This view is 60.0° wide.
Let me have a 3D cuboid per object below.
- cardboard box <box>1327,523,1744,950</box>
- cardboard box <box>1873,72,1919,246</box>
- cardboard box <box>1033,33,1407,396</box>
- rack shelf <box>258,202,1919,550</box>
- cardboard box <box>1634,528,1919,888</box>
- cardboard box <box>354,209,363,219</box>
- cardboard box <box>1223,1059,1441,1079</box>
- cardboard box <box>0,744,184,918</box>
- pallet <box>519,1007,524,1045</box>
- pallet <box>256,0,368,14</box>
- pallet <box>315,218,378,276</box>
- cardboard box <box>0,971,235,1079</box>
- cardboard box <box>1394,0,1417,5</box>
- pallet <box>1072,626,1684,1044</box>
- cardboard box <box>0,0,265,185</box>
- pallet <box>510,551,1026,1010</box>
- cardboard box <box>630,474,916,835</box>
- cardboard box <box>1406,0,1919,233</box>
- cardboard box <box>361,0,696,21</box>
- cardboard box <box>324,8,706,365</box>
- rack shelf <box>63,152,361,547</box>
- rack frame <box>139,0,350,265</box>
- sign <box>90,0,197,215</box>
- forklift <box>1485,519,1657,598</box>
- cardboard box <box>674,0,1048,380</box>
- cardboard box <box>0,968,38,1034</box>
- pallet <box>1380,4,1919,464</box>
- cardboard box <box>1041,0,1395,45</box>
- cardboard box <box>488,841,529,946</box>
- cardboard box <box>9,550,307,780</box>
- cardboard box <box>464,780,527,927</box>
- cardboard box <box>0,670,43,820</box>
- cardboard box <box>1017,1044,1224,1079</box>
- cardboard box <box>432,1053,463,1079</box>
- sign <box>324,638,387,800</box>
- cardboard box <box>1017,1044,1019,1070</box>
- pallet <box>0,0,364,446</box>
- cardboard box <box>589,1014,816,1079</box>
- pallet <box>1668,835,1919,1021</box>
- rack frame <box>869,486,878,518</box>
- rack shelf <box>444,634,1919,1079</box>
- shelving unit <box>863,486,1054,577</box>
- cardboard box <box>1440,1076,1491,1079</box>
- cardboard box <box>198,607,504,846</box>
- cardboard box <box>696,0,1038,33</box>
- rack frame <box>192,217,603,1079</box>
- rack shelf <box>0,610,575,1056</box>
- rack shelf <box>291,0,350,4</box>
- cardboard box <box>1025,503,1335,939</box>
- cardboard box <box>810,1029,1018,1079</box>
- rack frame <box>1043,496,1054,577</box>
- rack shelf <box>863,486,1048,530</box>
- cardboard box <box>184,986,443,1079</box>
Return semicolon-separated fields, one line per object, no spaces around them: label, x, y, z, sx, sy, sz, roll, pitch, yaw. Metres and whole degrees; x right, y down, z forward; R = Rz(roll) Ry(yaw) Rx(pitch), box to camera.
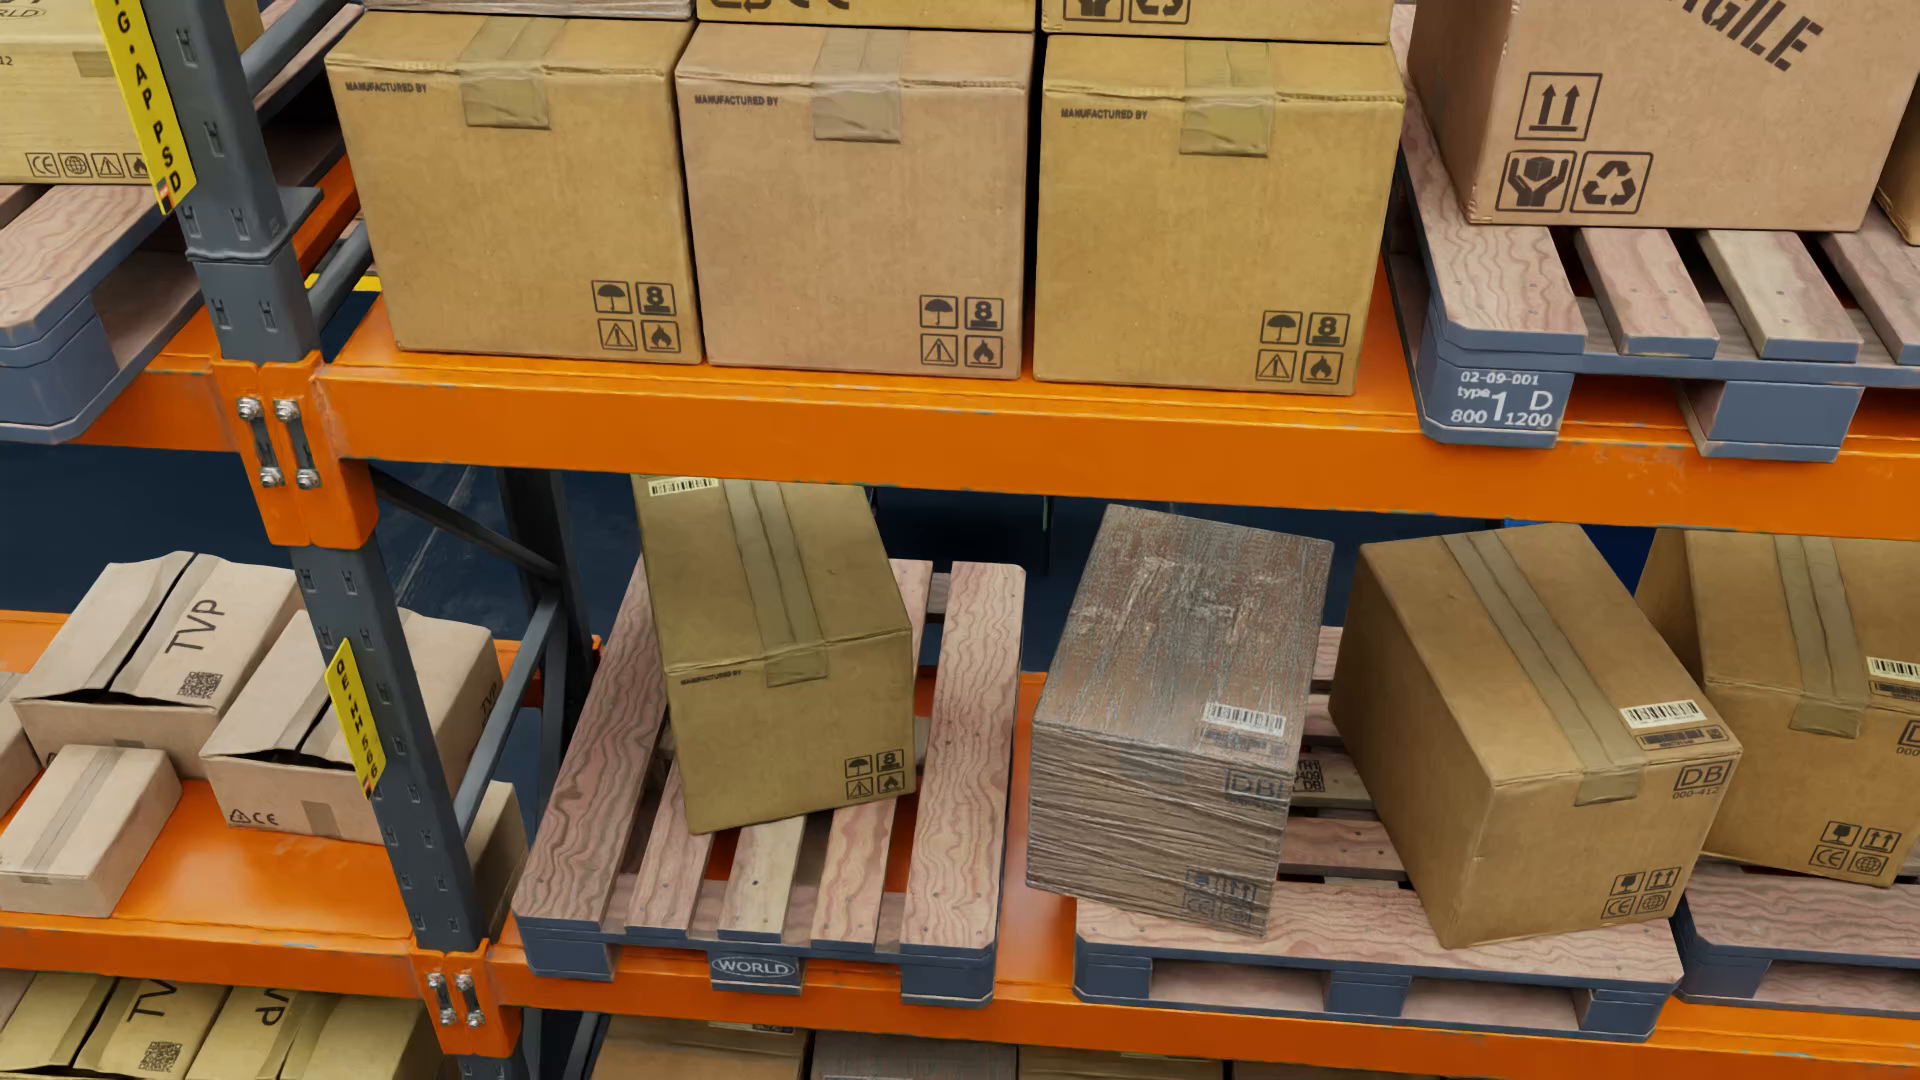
cardboard box;1.158;0.390;3.483;0.500;0.500;0.700;-6;40;-8
cardboard box;1.760;-0.850;2.551;0.600;0.600;0.600;3;39;3
cardboard box;0.402;-0.712;2.793;0.500;0.500;0.910;3;39;4
rack shelf;0.931;-0.344;2.990;4.000;0.370;1.077;3;39;4
cardboard box;1.780;0.284;3.614;0.500;0.500;0.700;9;40;11
cardboard box;-2.864;-2.024;8.492;0.500;0.500;0.700;4;39;4
cardboard box;0.909;1.515;4.144;0.500;0.500;0.500;2;39;2
cardboard box;-1.981;0.654;3.770;0.250;0.149;0.380;3;39;4
pallet;-1.878;1.444;4.809;1.213;0.211;1.003;3;39;4
pallet;-2.614;-2.692;7.833;1.213;0.211;1.003;3;39;4
pallet;-2.628;-1.714;8.689;1.213;0.211;1.003;3;39;4
cardboard box;-2.123;1.220;4.277;0.500;0.311;0.500;3;39;3
cardboard box;1.857;-2.549;7.175;0.500;0.500;0.500;3;39;4
pallet;0.876;0.609;3.778;1.213;0.211;1.003;3;39;4
cardboard box;-1.518;-0.826;2.799;0.500;0.250;0.500;0;39;1
pallet;-0.380;0.499;3.913;1.003;0.211;1.213;3;39;4
cardboard box;-0.424;0.193;3.725;0.500;0.500;0.700;-9;40;-11
cardboard box;1.099;-0.899;2.611;0.600;0.600;0.600;2;39;2
cardboard box;-0.627;-1.131;2.516;0.500;0.500;0.500;3;39;4
cardboard box;-0.624;-0.768;2.862;0.500;0.500;0.910;3;39;4
rack shelf;-3.054;-0.562;3.258;4.000;0.370;1.077;3;39;4
rack frame;-1.061;-1.895;1.950;0.127;3.000;1.000;3;39;4
sign;-1.118;-0.615;2.280;0.005;0.325;0.100;3;39;4
forklift;3.526;-0.705;5.294;3.031;2.935;1.130;7;40;8
cardboard box;-0.116;-0.740;2.828;0.500;0.500;0.910;3;39;4
cardboard box;-2.626;1.190;4.313;0.500;0.311;0.500;3;39;4
pallet;1.246;-0.575;2.853;1.003;0.211;1.213;3;39;4
cardboard box;0.389;-1.075;2.447;0.500;0.500;0.500;3;39;4
cardboard box;-1.558;1.122;4.841;0.500;0.250;0.500;3;39;4
cardboard box;-1.936;0.295;4.081;0.500;0.311;0.500;3;39;3
cardboard box;-1.558;0.904;4.664;0.500;0.311;0.500;4;39;5
cardboard box;-2.337;0.495;3.965;0.250;0.149;0.380;6;40;7
cardboard box;0.389;1.490;4.175;0.500;0.500;0.500;3;39;3
cardboard box;-1.607;1.460;4.426;0.500;0.250;0.500;4;39;5
sign;-1.106;0.332;3.049;0.005;0.325;0.100;3;39;4
cardboard box;0.406;1.162;4.578;0.500;0.500;0.500;2;39;2
pallet;-1.745;-0.639;2.933;1.003;0.211;1.213;5;39;6
cardboard box;-0.633;1.435;4.243;0.500;0.500;0.500;5;39;6
pallet;2.137;0.612;3.775;1.213;0.211;1.003;3;39;4
rack frame;-0.371;-0.602;6.301;0.023;1.500;0.400;3;39;4
rack shelf;0.931;0.819;3.937;4.000;0.370;1.077;3;39;4
shelving unit;-0.007;-0.582;6.277;0.755;1.500;0.431;3;39;4
cardboard box;1.416;1.542;4.111;0.500;0.500;0.500;4;39;4
cardboard box;-1.420;0.419;3.930;0.500;0.311;0.500;5;39;7
cardboard box;-0.119;-1.103;2.482;0.500;0.500;0.500;3;39;4
rack frame;-1.061;0.431;3.844;0.127;3.000;1.000;3;39;4
rack shelf;-3.054;0.601;4.205;4.000;0.370;1.077;3;39;4
rack shelf;-2.630;-2.514;8.033;4.000;0.370;1.077;3;39;4
cardboard box;0.470;0.363;3.516;0.500;0.500;0.700;10;40;12
cardboard box;-0.111;1.460;4.212;0.500;0.500;0.500;2;39;2
rack frame;0.358;-0.562;6.252;0.023;1.500;0.400;3;39;4
rack shelf;-0.007;-0.329;6.483;0.720;0.370;0.431;3;39;4
cardboard box;-1.605;1.244;4.247;0.500;0.311;0.500;4;39;5
